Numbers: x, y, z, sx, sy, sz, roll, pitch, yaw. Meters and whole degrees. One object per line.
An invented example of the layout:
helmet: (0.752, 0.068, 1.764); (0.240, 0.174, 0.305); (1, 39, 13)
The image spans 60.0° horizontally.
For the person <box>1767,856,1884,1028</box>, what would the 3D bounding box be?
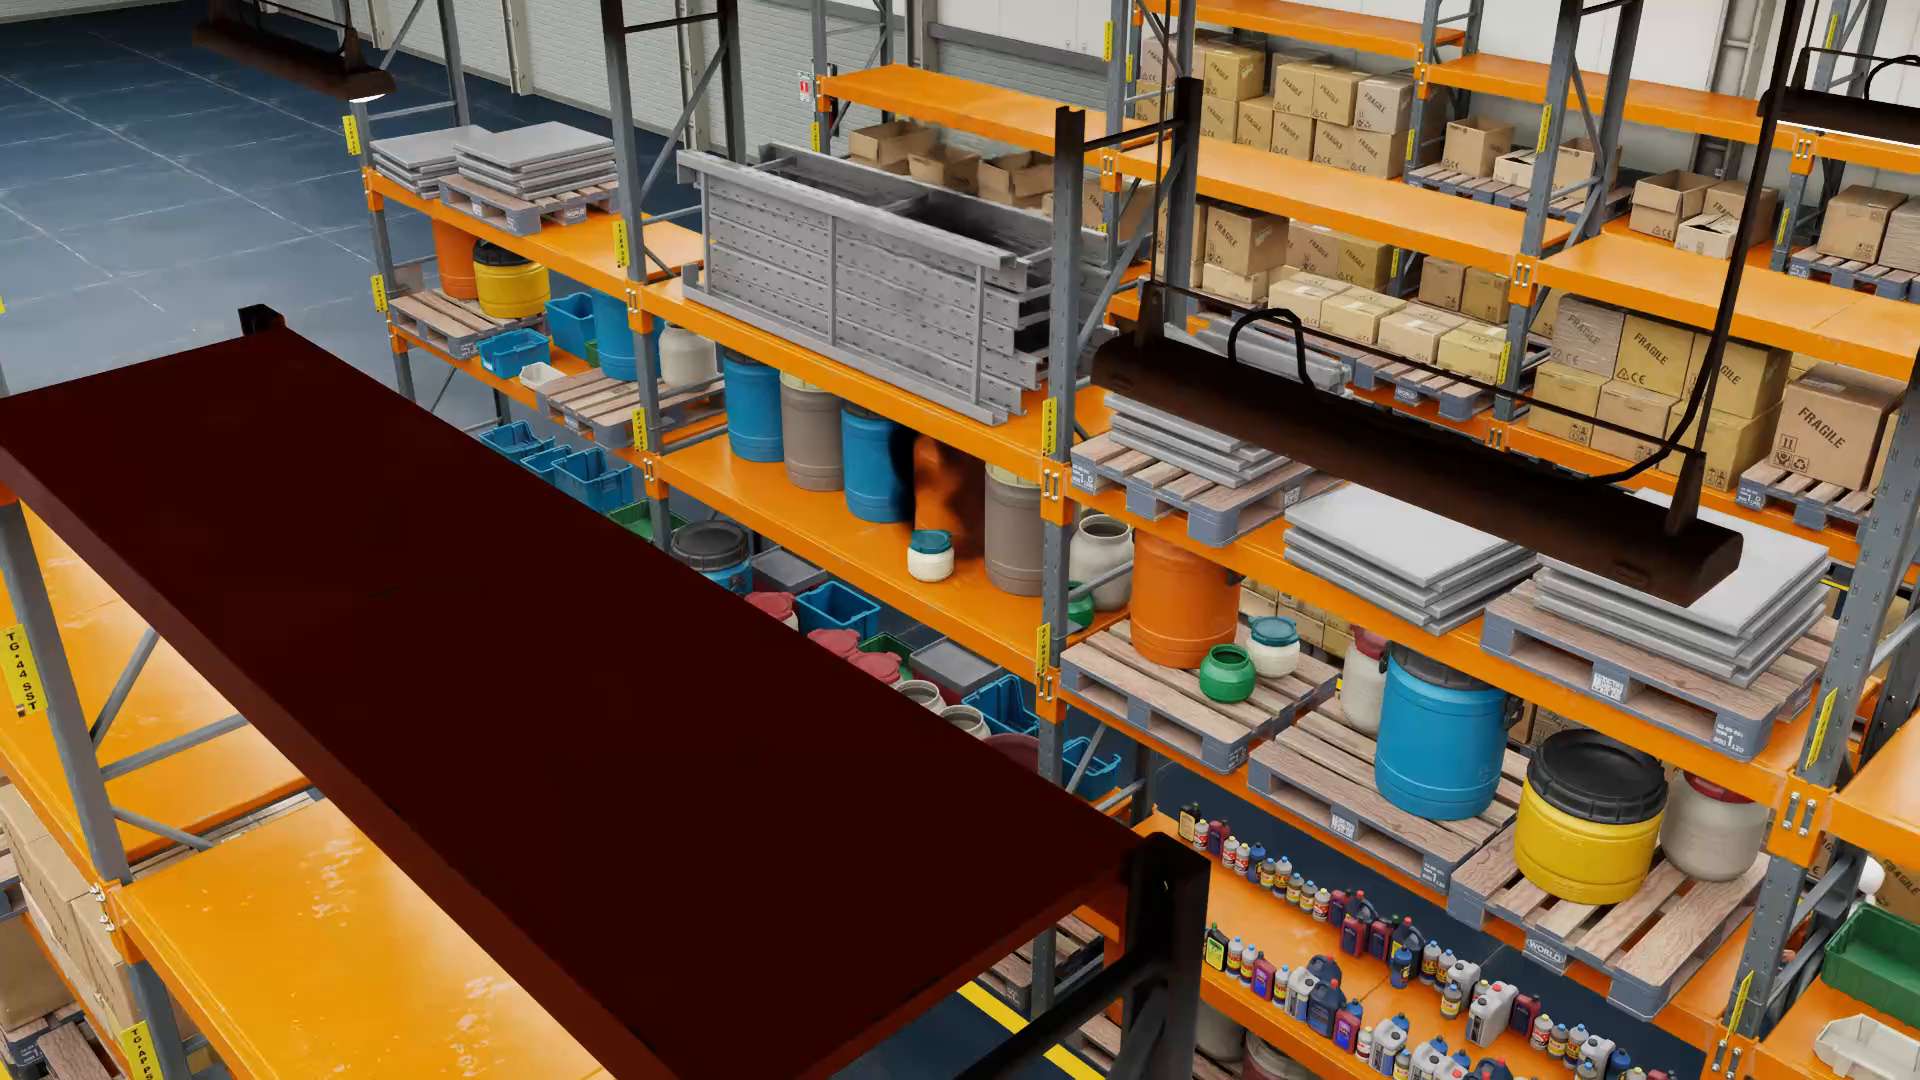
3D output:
person: (5.298, 2.620, 10.167); (0.585, 1.733, 0.660); (19, 33, 31)
